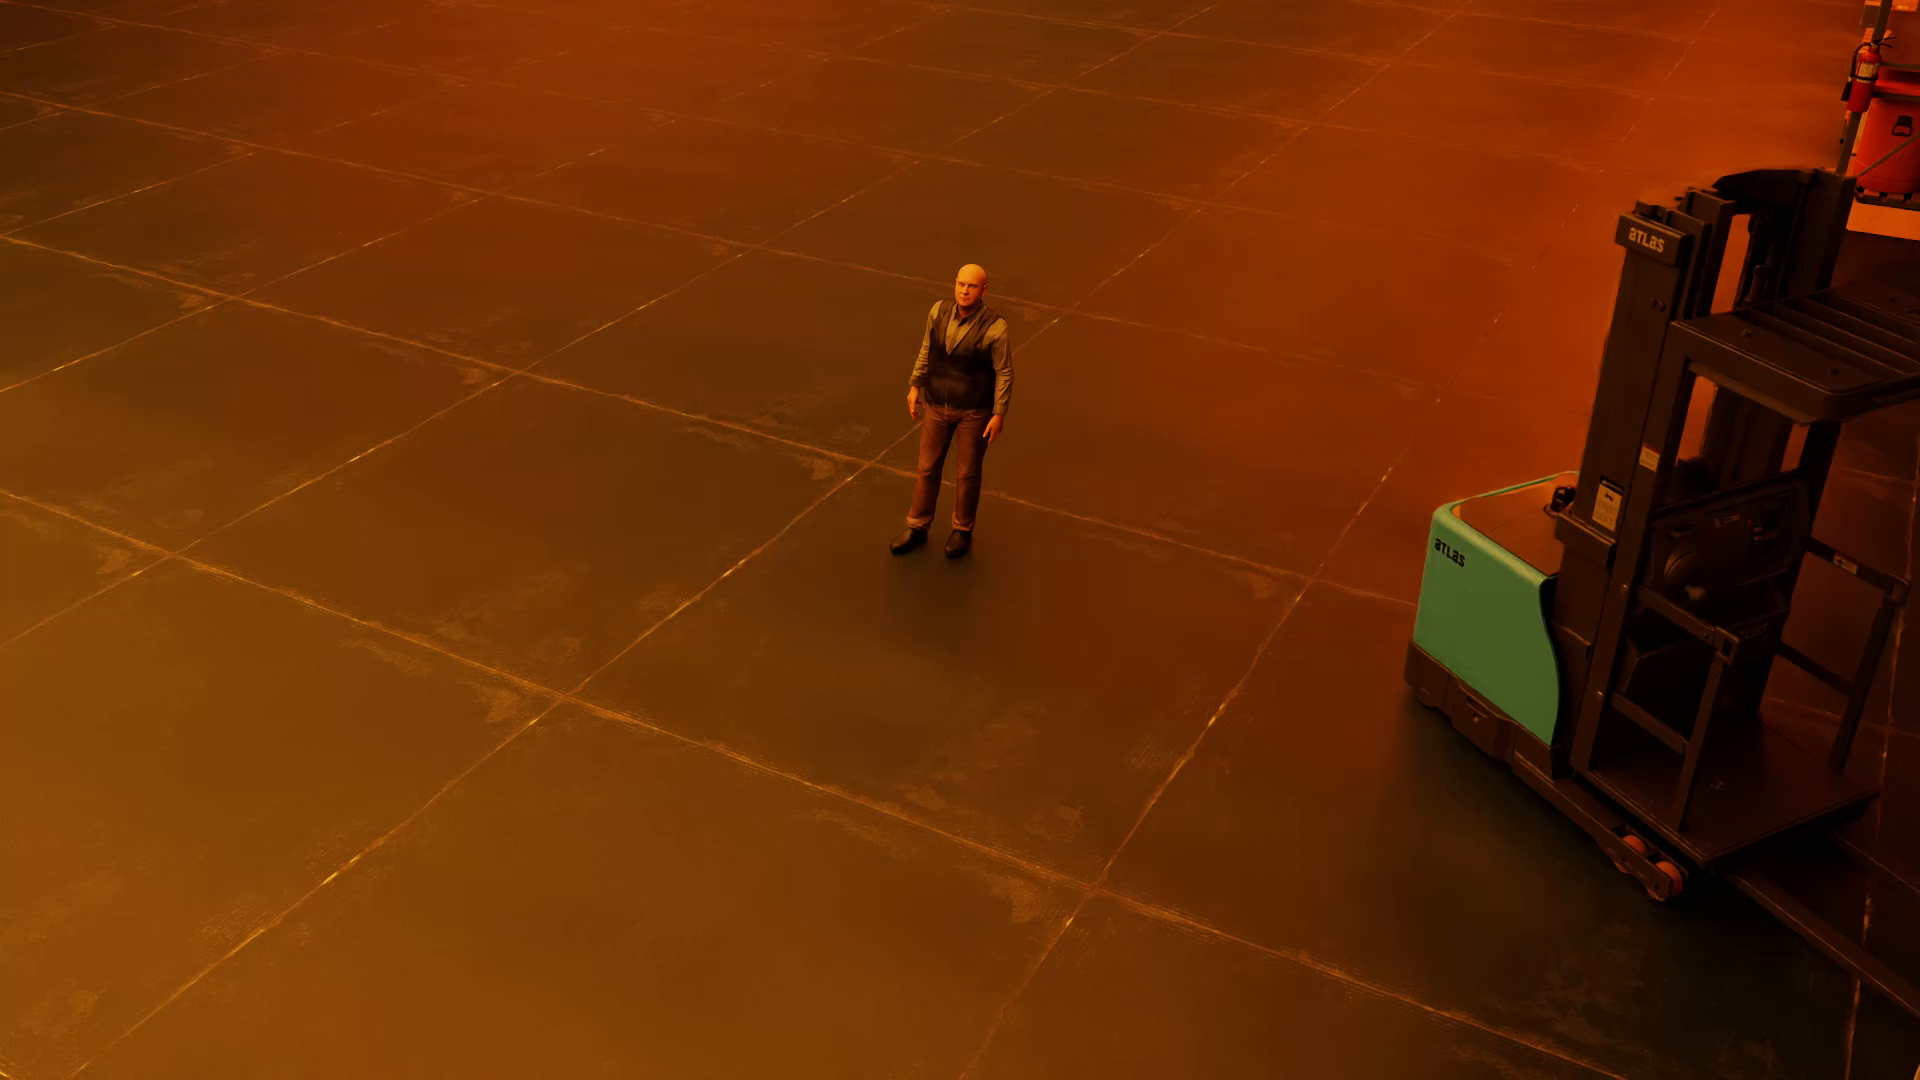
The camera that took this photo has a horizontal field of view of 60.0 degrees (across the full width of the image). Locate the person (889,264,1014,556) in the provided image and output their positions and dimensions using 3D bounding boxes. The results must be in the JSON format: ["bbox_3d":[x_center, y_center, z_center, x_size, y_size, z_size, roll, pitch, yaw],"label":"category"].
[{"bbox_3d":[-0.037,-0.727,9.526,0.632,1.720,0.568,15,33,25],"label":"person"}]

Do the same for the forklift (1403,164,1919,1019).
[{"bbox_3d":[3.397,0.052,6.981,1.130,2.935,3.031,-14,33,-22],"label":"forklift"}]
